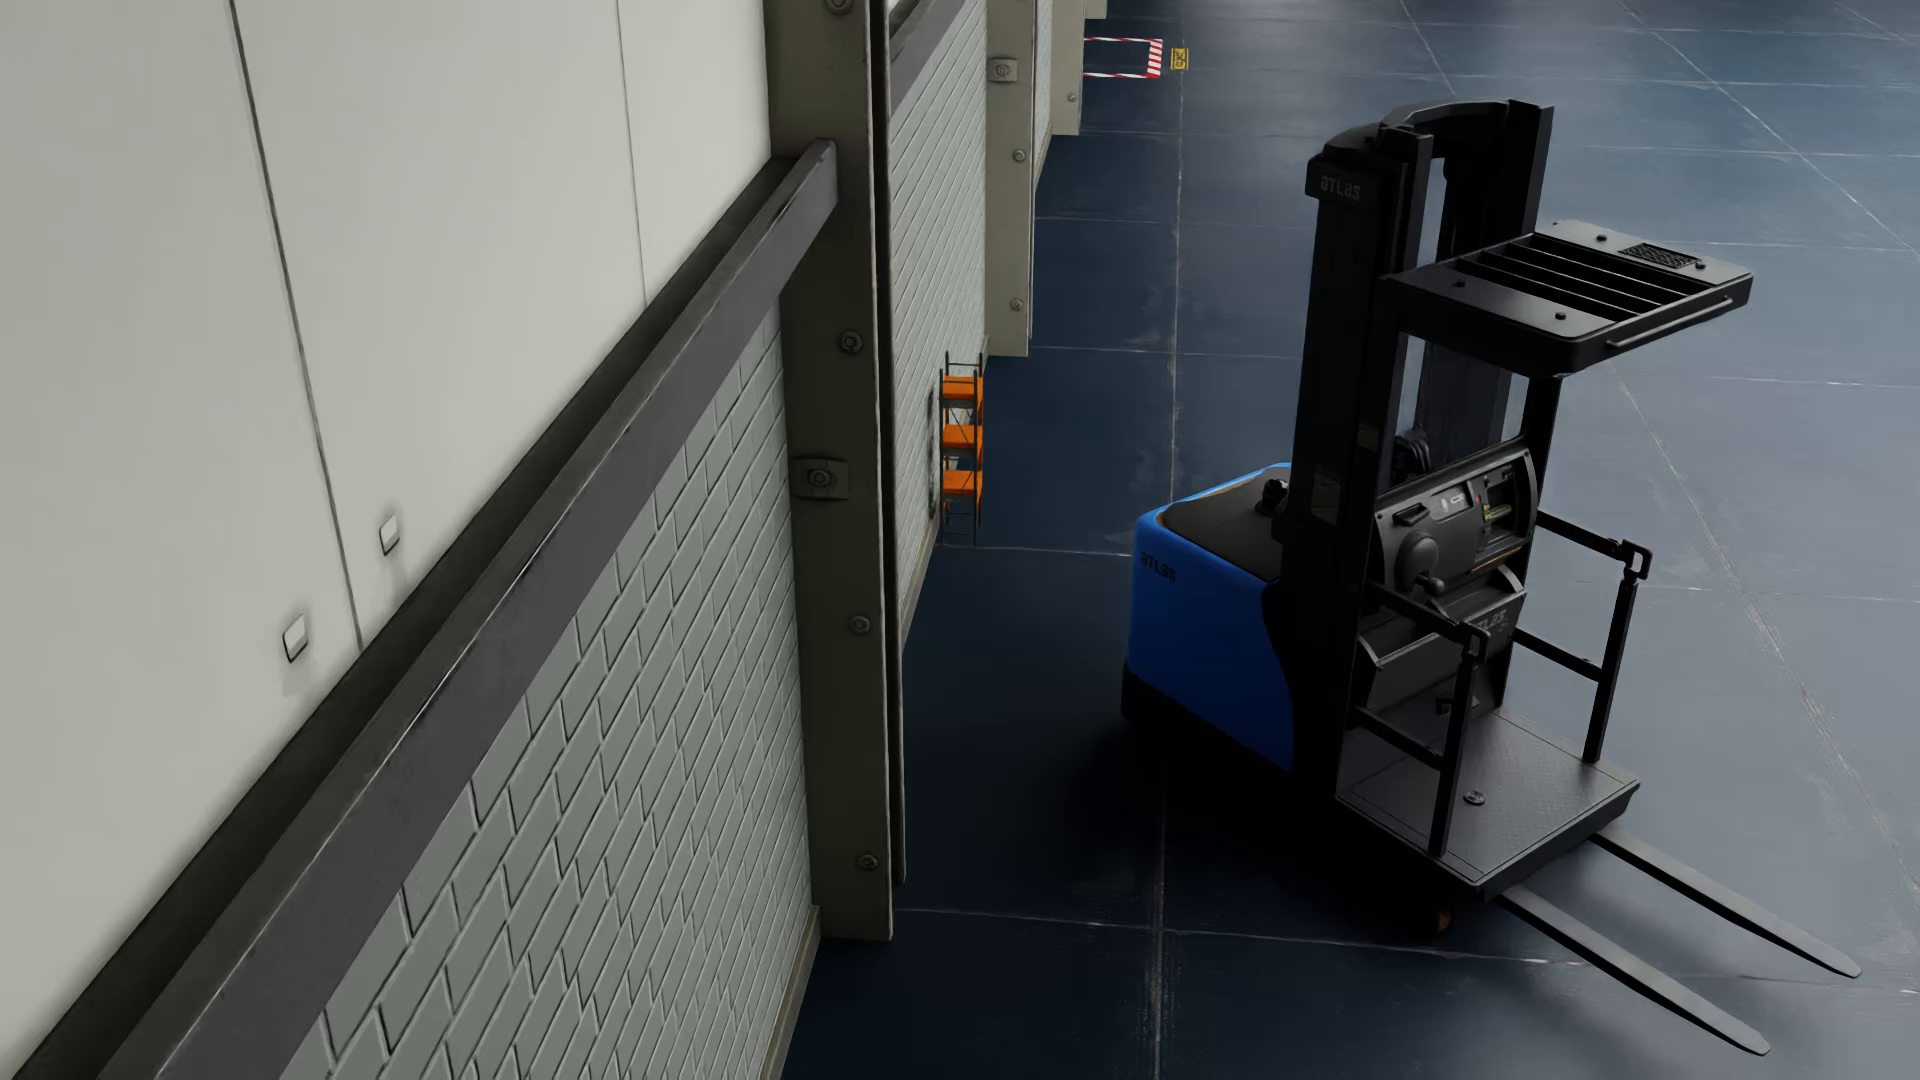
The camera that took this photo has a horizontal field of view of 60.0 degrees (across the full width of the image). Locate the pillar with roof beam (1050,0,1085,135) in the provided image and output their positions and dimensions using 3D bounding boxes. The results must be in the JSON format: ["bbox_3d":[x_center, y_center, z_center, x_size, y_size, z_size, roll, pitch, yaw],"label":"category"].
[{"bbox_3d":[5.347,-7.919,14.462,9.100,9.000,0.400,3,28,6],"label":"pillar with roof beam"}]

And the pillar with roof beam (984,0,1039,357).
[{"bbox_3d":[4.612,-5.095,9.219,9.100,9.000,0.400,3,28,6],"label":"pillar with roof beam"}]

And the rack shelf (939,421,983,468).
[{"bbox_3d":[0.007,-0.478,9.053,0.215,0.259,0.240,3,28,6],"label":"rack shelf"}]

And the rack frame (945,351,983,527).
[{"bbox_3d":[0.022,-0.545,9.154,0.200,1.050,0.008,3,28,6],"label":"rack frame"}]

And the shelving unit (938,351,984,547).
[{"bbox_3d":[0.007,-0.487,9.048,0.215,1.050,0.252,3,28,6],"label":"shelving unit"}]

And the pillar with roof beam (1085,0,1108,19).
[{"bbox_3d":[6.082,-10.744,19.704,9.100,9.000,0.400,3,28,6],"label":"pillar with roof beam"}]

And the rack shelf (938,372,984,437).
[{"bbox_3d":[0.007,-0.728,8.918,0.215,0.259,0.240,3,28,6],"label":"rack shelf"}]

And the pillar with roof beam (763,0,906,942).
[{"bbox_3d":[3.876,-2.271,3.977,9.100,9.000,0.400,3,28,6],"label":"pillar with roof beam"}]

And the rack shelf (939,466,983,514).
[{"bbox_3d":[0.007,-0.233,9.185,0.215,0.259,0.240,3,28,6],"label":"rack shelf"}]

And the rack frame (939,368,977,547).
[{"bbox_3d":[-0.008,-0.430,8.941,0.200,1.050,0.008,3,28,6],"label":"rack frame"}]

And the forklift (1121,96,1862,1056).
[{"bbox_3d":[2.033,-0.031,6.218,1.130,2.935,3.031,-20,34,-32],"label":"forklift"}]
